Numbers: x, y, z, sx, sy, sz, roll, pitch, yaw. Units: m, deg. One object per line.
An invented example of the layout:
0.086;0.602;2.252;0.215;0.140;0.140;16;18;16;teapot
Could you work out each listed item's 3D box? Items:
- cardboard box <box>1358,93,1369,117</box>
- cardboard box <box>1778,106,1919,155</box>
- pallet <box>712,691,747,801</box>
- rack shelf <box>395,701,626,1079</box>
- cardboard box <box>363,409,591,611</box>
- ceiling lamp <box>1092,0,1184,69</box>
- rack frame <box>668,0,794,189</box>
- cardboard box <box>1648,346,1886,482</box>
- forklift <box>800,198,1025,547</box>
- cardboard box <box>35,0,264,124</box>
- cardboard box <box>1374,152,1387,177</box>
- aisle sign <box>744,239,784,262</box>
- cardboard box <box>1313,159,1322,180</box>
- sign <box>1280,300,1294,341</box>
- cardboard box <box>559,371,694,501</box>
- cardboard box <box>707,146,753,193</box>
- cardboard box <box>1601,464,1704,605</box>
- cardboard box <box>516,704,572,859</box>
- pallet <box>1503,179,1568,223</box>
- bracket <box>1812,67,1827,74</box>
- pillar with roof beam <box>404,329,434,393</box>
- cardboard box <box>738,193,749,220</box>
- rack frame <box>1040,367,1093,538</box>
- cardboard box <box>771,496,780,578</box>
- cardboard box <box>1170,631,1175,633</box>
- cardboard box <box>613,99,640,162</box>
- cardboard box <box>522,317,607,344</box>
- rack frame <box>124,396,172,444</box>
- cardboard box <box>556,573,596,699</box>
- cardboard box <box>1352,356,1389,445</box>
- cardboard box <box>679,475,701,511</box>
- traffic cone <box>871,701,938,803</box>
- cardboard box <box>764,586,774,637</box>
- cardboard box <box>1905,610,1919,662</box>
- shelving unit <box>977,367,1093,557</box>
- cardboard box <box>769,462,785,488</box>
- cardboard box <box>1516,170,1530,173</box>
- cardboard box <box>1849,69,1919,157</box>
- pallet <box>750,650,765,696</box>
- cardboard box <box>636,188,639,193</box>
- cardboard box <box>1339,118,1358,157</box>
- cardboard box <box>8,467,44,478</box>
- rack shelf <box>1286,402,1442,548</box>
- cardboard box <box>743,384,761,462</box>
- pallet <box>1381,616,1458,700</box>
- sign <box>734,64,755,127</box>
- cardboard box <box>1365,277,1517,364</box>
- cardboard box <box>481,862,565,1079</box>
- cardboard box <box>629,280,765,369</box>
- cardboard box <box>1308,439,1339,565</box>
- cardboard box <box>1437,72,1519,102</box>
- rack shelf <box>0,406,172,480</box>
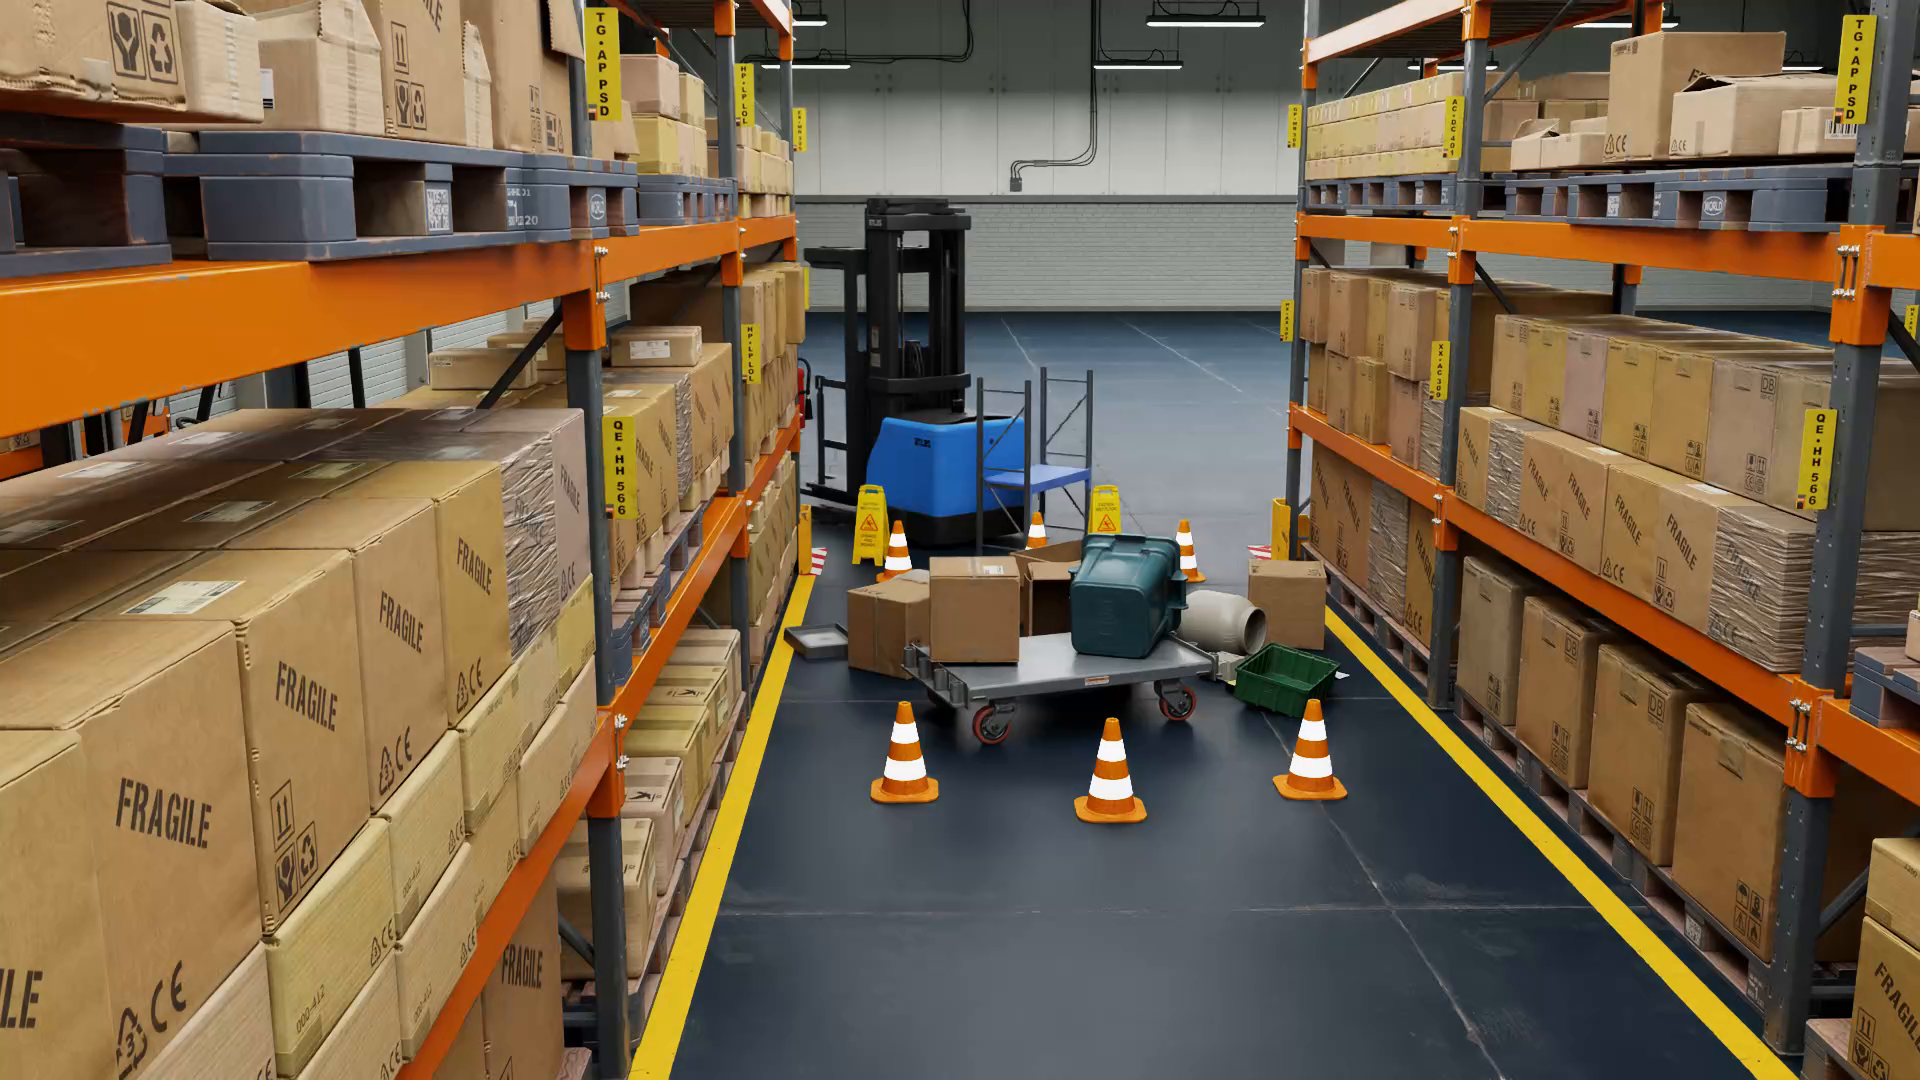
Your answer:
2.881;-2.907;11.117;0.380;0.149;0.250;0;11;0;cardboard box
3.095;-1.424;5.768;0.380;0.166;0.250;0;11;-1;cardboard box
-1.685;1.071;8.747;1.003;0.211;1.213;0;11;-1;pallet
-1.579;1.095;3.425;1.077;0.370;4.000;0;11;-1;rack shelf
-1.348;-0.092;4.702;0.500;0.500;0.500;-1;11;-3;cardboard box
3.962;-12.128;37.024;2.000;3.185;0.800;0;11;-1;ceiling lamp
-1.785;-4.185;12.555;1.000;3.000;0.127;0;11;-1;rack frame
3.303;-0.526;6.841;0.700;0.500;0.500;0;11;-2;cardboard box
-0.716;-1.615;15.146;1.130;2.935;3.031;-9;15;-38;forklift
-1.213;-0.674;2.324;0.380;0.166;0.250;-1;12;-5;cardboard box
2.889;-2.416;10.705;0.380;0.149;0.250;0;11;-2;cardboard box
-1.496;-2.533;12.960;0.394;0.787;0.004;0;11;-1;aisle sign
2.854;-2.767;12.434;0.380;0.149;0.250;0;11;-1;cardboard box
2.607;-1.747;13.251;0.100;0.325;0.005;0;11;-1;sign
-1.436;-0.454;7.198;0.500;0.500;0.500;-1;11;-3;cardboard box
-1.438;-2.081;9.356;0.500;0.250;0.500;0;11;-2;cardboard box
3.030;-0.031;6.917;0.500;0.500;0.500;0;11;-2;cardboard box
-1.324;0.620;4.337;0.500;0.250;0.500;0;11;0;cardboard box
3.313;-1.685;8.255;0.805;0.209;1.217;-1;11;-3;pallet
22.826;-12.431;44.147;0.235;0.232;0.430;0;11;-1;bracket
-3.578;-6.425;23.595;9.100;9.000;0.400;0;11;-1;pillar with roof beam
-1.411;-1.912;9.527;0.380;0.149;0.250;0;11;-1;cardboard box
0.917;-0.737;14.418;0.500;1.500;0.032;8;14;33;rack frame
-1.477;-0.003;11.005;0.500;0.500;0.500;0;11;2;cardboard box
1.367;0.516;11.350;0.396;0.266;0.258;2;12;9;cardboard box
-1.680;-1.478;6.498;0.797;0.503;0.637;0;11;-1;cardboard box
-2.046;-1.073;8.618;0.380;0.149;0.250;0;11;-1;cardboard box
-6.748;-1.224;13.047;1.000;3.000;0.127;0;11;-1;rack frame
-1.356;0.269;4.809;0.500;0.250;0.500;0;11;-1;cardboard box
3.186;-0.959;11.365;0.875;0.550;0.500;0;11;-1;cardboard box
-1.409;-0.229;7.717;0.380;0.149;0.250;0;11;-1;cardboard box
-0.277;1.034;8.298;0.336;0.463;0.334;0;11;-1;traffic cone
-1.467;0.467;10.570;0.500;0.250;0.500;0;11;2;cardboard box
3.134;0.312;5.053;0.380;0.149;0.250;0;11;-2;cardboard box
0.636;-0.652;14.003;0.538;1.500;1.048;8;14;33;shelving unit
-1.427;-0.455;11.601;0.380;0.149;0.250;0;11;1;cardboard box
3.566;-2.267;9.968;0.380;0.149;0.250;0;11;-1;cardboard box
3.532;-1.521;5.885;0.500;0.311;0.500;0;11;-1;cardboard box
-1.752;0.783;10.167;1.003;0.211;1.213;0;11;-1;pallet
-1.981;-2.079;9.348;0.500;0.250;0.500;0;11;-2;cardboard box
2.938;-2.784;11.516;0.500;0.250;0.500;0;11;-2;cardboard box
-6.913;-0.377;12.215;0.500;0.250;0.500;0;11;-1;cardboard box
3.203;-0.535;11.463;1.077;0.370;4.000;0;11;-1;rack shelf
-1.433;-0.733;9.629;0.500;0.500;0.500;0;11;-1;cardboard box
3.307;0.725;10.455;1.003;0.211;1.213;0;11;-1;pallet
-1.148;-2.369;8.858;0.100;0.325;0.005;0;11;-1;sign
3.251;-1.489;11.259;0.875;0.550;0.500;0;11;-1;cardboard box
-1.689;1.318;4.804;0.875;0.875;0.875;0;11;-2;cardboard box
-1.495;-1.223;9.529;0.700;0.500;0.500;0;11;-2;cardboard box
3.242;-0.315;12.857;0.875;0.875;0.875;0;11;-1;cardboard box
2.918;-2.554;9.379;0.380;0.149;0.250;0;11;-2;cardboard box
-6.706;-0.474;11.159;1.077;0.370;4.000;0;11;-1;rack shelf
